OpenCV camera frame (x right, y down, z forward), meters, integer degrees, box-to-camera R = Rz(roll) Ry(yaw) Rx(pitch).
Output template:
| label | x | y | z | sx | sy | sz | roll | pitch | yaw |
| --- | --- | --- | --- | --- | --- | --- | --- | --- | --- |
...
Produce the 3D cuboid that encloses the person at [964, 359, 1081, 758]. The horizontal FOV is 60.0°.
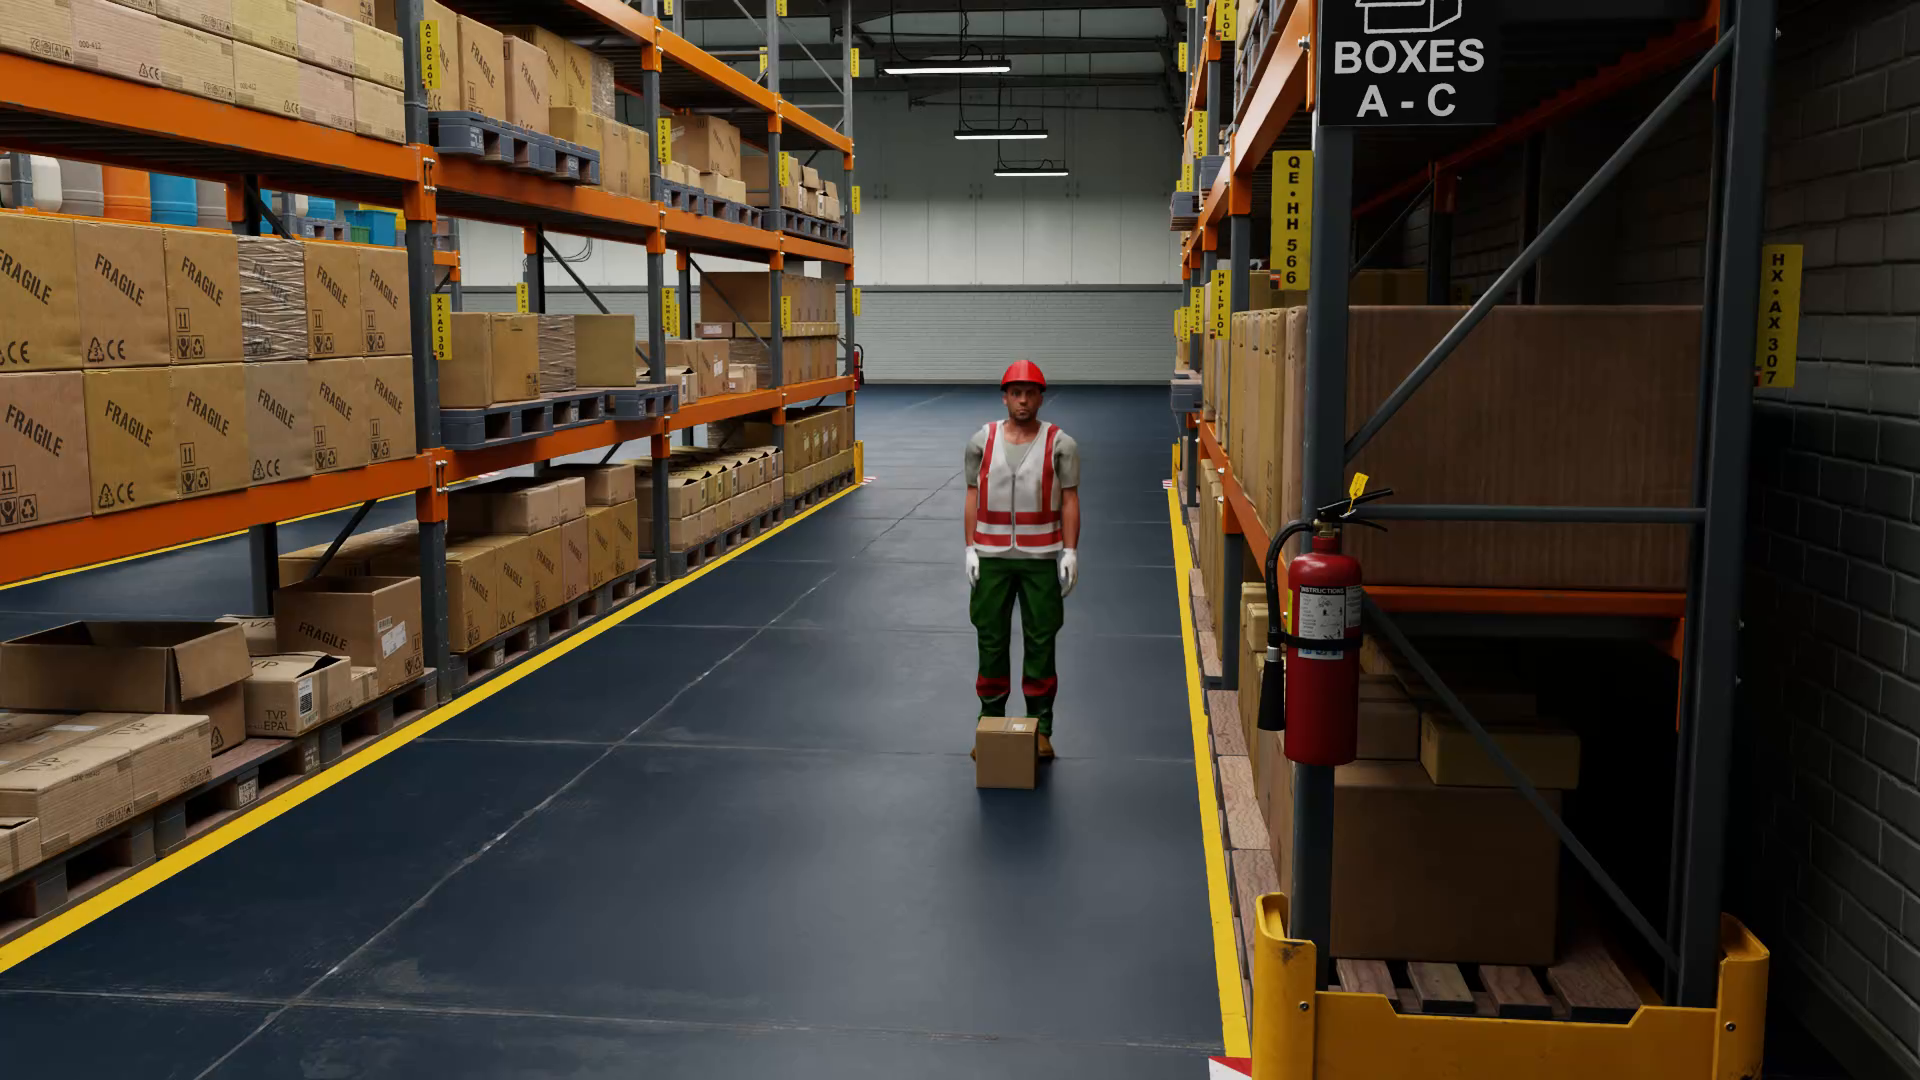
| label | x | y | z | sx | sy | sz | roll | pitch | yaw |
| --- | --- | --- | --- | --- | --- | --- | --- | --- | --- |
| person | 0.274 | 0.088 | 7.508 | 0.528 | 1.798 | 0.347 | 1 | 8 | 8 |
